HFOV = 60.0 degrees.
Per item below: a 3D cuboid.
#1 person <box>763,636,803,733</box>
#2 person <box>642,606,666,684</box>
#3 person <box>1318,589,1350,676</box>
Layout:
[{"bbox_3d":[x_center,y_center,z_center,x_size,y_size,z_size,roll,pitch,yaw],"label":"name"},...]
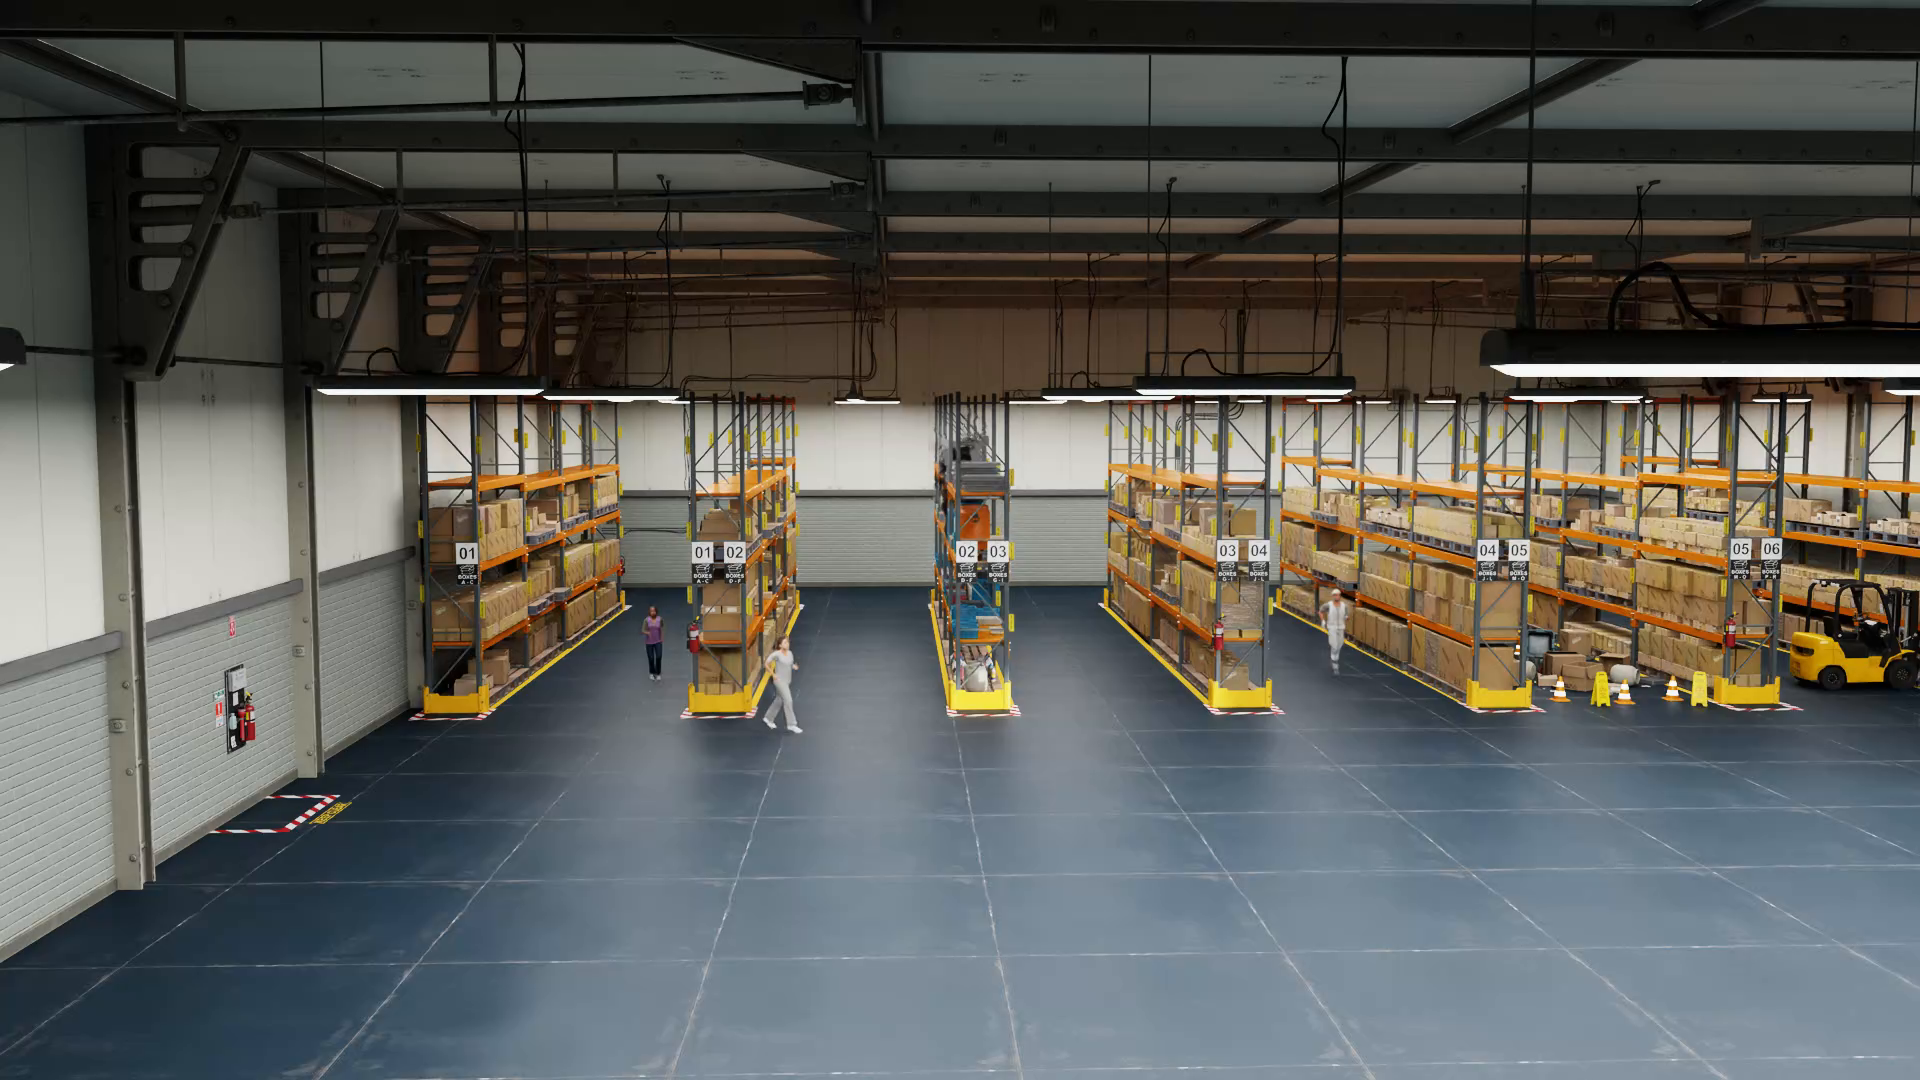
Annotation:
[{"bbox_3d":[-3.110,2.509,29.173,0.902,1.667,0.562,3,5,31],"label":"person"},{"bbox_3d":[-6.355,2.172,34.530,0.490,1.621,0.711,-1,5,-10],"label":"person"},{"bbox_3d":[8.083,1.957,35.757,0.640,1.824,0.791,-1,5,-8],"label":"person"}]
